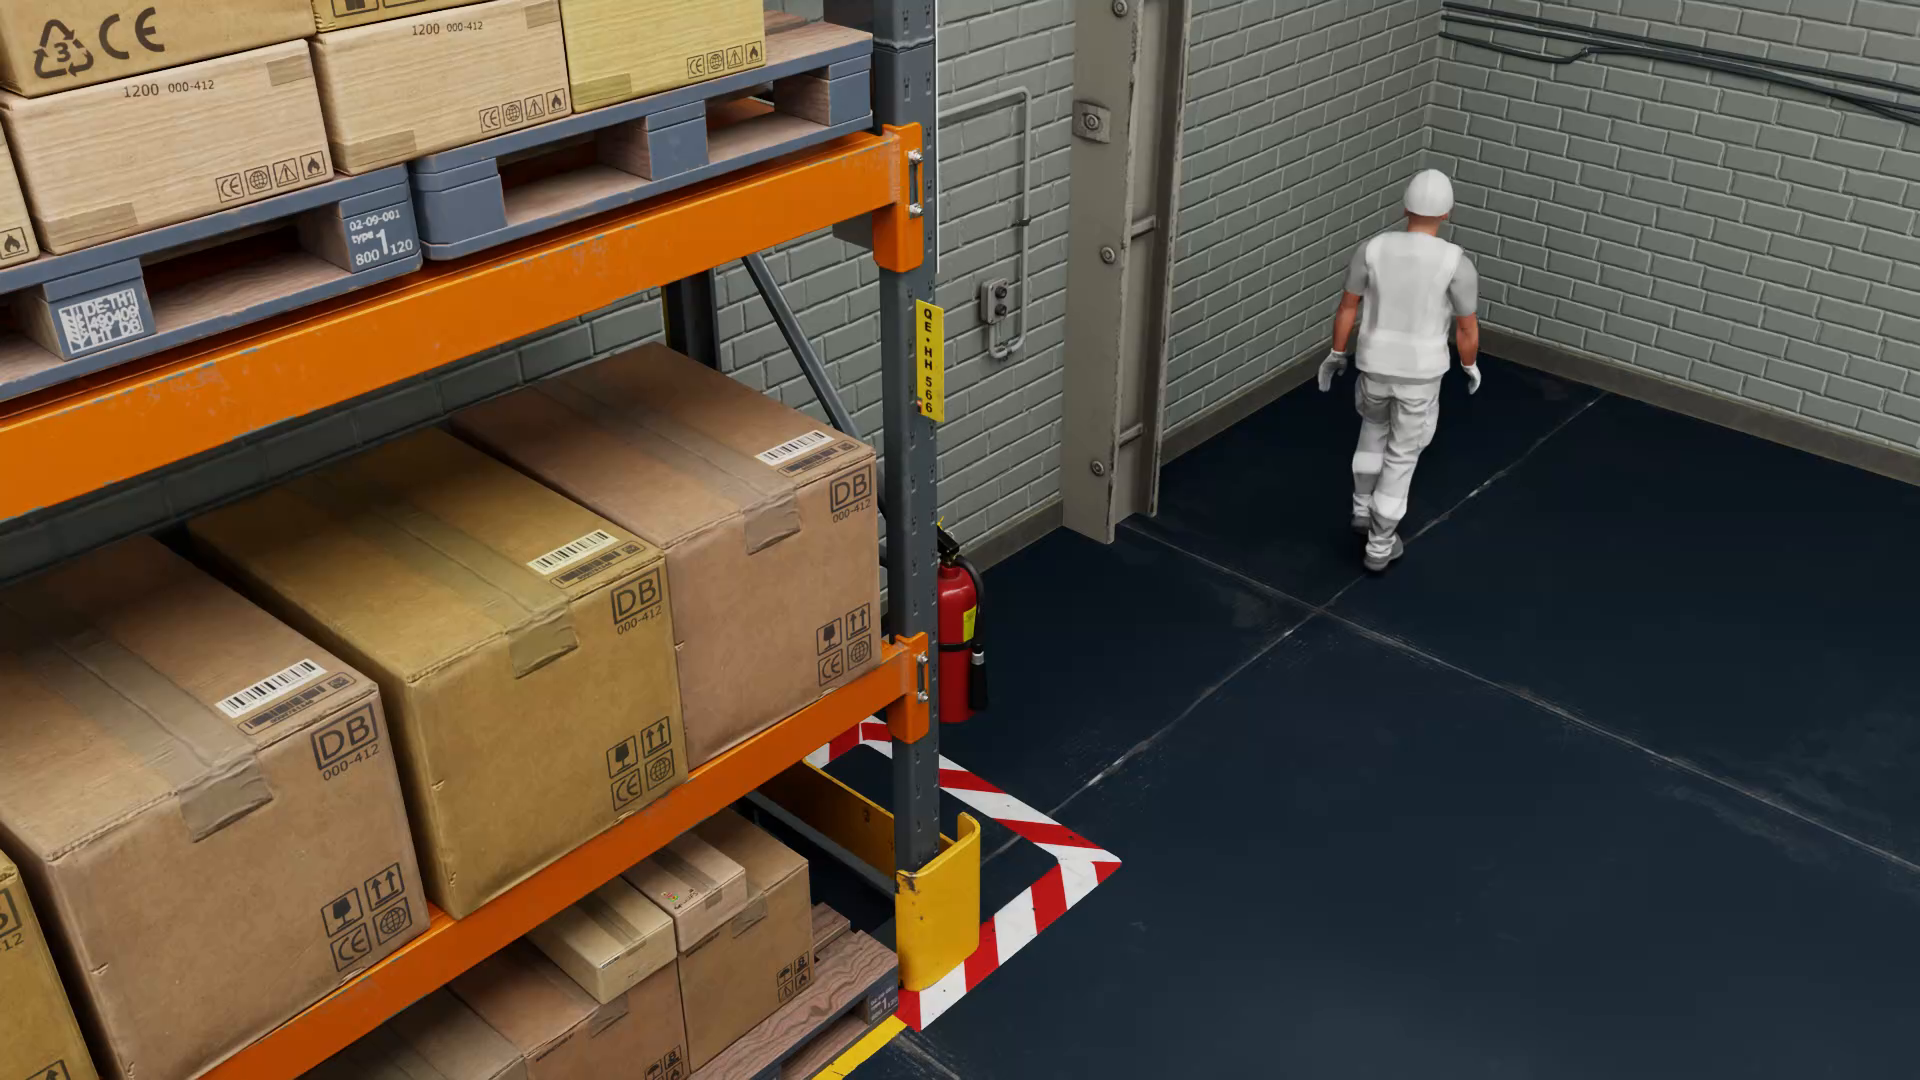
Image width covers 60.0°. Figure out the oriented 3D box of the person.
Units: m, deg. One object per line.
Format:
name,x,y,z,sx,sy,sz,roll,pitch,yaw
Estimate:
person,1.918,-0.725,7.309,0.666,1.827,0.545,15,34,24
